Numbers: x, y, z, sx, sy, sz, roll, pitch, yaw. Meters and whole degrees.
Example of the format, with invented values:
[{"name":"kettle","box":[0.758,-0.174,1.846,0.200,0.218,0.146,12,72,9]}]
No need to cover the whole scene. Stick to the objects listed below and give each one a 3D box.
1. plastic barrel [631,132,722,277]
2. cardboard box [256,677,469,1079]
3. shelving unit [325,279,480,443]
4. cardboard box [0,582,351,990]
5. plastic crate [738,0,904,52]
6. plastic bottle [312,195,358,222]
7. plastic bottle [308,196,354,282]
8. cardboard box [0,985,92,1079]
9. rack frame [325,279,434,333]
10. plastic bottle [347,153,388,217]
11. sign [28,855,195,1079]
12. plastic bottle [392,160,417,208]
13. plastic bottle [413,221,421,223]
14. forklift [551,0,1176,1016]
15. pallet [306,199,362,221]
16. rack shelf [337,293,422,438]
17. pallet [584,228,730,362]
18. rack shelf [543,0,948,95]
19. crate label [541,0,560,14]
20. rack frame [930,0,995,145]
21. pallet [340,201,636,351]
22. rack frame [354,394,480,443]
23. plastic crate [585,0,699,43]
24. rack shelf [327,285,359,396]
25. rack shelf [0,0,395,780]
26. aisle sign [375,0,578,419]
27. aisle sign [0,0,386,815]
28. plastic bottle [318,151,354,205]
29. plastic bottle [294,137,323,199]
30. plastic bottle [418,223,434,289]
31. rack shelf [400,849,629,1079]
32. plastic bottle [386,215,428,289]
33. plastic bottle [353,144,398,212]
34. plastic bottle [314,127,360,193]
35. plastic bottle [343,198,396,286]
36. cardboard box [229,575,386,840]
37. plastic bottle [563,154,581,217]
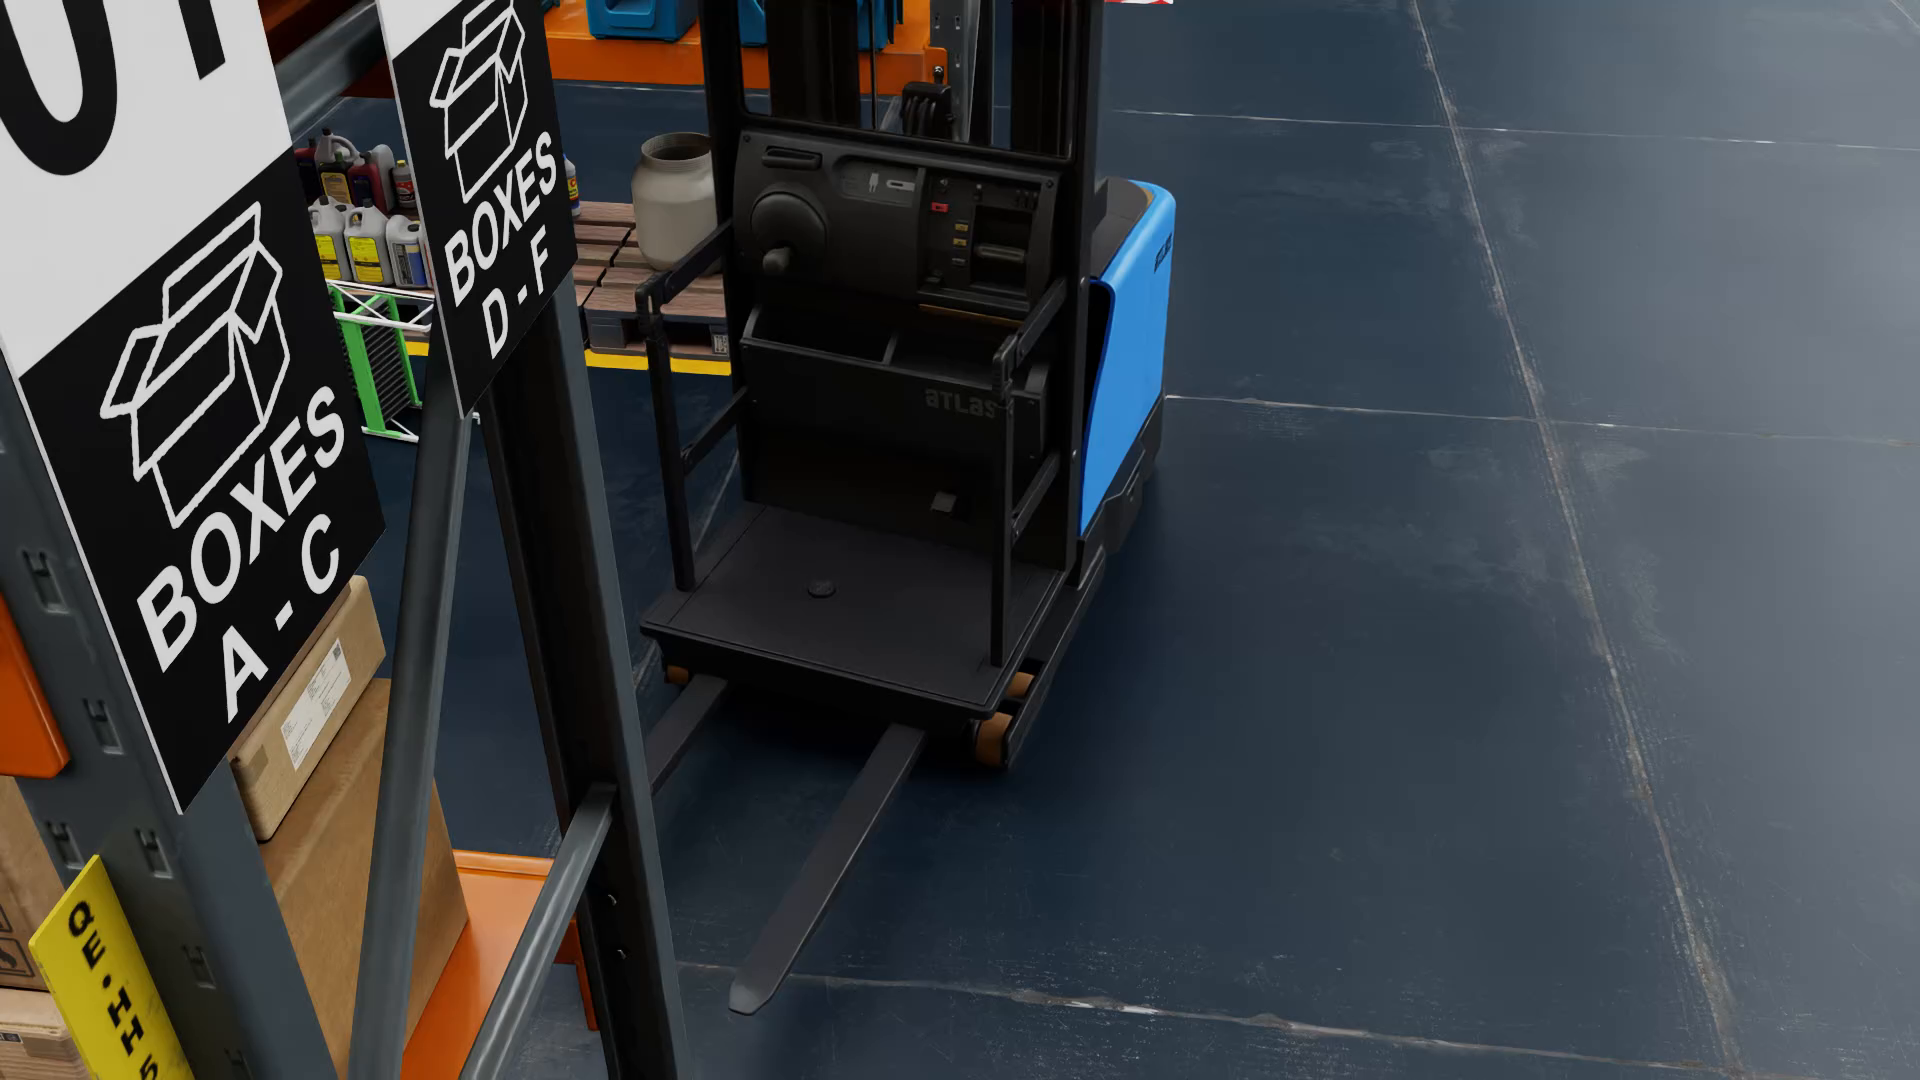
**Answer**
[{"name":"plastic barrel","box":[-1.140,-1.388,6.893,0.421,0.512,0.421,0,36,0]},{"name":"cardboard box","box":[-1.076,0.583,2.265,0.500,0.500,0.700,4,36,6]},{"name":"shelving unit","box":[-2.425,-0.711,6.297,1.200,0.503,0.258,10,37,15]},{"name":"cardboard box","box":[-1.129,0.051,1.893,0.500,0.500,0.700,4,36,6]},{"name":"plastic crate","box":[-0.515,-1.992,6.087,0.616,0.251,0.499,4,36,6]},{"name":"plastic bottle","box":[-2.597,-1.297,6.952,0.135,0.276,0.152,4,36,6]},{"name":"plastic bottle","box":[-2.591,-1.241,6.808,0.185,0.351,0.144,4,36,6]},{"name":"cardboard box","box":[-1.018,0.443,1.903,0.250,0.149,0.380,4,36,5]},{"name":"rack frame","box":[-2.429,-0.911,6.156,1.200,0.015,0.240,10,37,15]},{"name":"plastic bottle","box":[-2.614,-1.562,7.316,0.133,0.283,0.061,4,36,6]},{"name":"sign","box":[-0.698,0.410,1.393,0.005,0.325,0.100,4,36,6]},{"name":"plastic bottle","box":[-2.480,-1.597,7.436,0.097,0.201,0.097,0,36,0]},{"name":"plastic bottle","box":[-2.244,-1.229,6.921,0.097,0.201,0.097,0,36,0]},{"name":"forklift","box":[-0.259,-0.807,4.357,1.130,2.935,3.031,12,37,17]},{"name":"pallet","box":[-3.287,-1.275,7.355,1.213,0.211,1.003,4,36,6]},{"name":"rack shelf","box":[-2.137,-0.659,6.216,0.148,0.480,0.258,10,37,15]},{"name":"pallet","box":[-0.867,-1.095,7.102,1.213,0.211,1.003,4,36,6]},{"name":"rack shelf","box":[-1.964,-2.043,6.650,4.000,0.370,1.077,4,36,6]},{"name":"crate label","box":[-1.840,-2.183,6.196,0.616,0.435,0.502,4,36,6]},{"name":"rack frame","box":[0.020,-2.188,6.234,0.127,3.000,1.000,4,36,6]},{"name":"pallet","box":[-2.073,-1.186,7.231,1.213,0.211,1.003,4,36,6]},{"name":"rack frame","box":[-2.422,-0.512,6.438,1.200,0.015,0.240,10,37,15]},{"name":"plastic crate","box":[-1.158,-2.043,6.159,0.408,0.251,0.499,4,36,6]},{"name":"rack shelf","box":[-2.365,-0.700,6.280,0.148,0.480,0.258,10,37,15]},{"name":"rack shelf","box":[-2.599,-0.410,1.780,4.000,0.370,1.077,4,36,6]},{"name":"aisle sign","box":[-0.511,-0.564,1.720,0.004,0.787,0.394,4,36,6]},{"name":"aisle sign","box":[-0.587,-0.218,1.236,0.004,0.787,0.394,4,36,6]},{"name":"plastic bottle","box":[-2.749,-1.577,7.337,0.133,0.283,0.061,4,36,6]},{"name":"plastic bottle","box":[-2.915,-1.674,7.472,0.133,0.283,0.061,7,36,9]},{"name":"plastic bottle","box":[-2.104,-1.176,6.782,0.135,0.276,0.152,5,36,6]},{"name":"rack shelf","box":[-2.599,0.811,2.651,4.000,0.370,1.077,4,36,6]},{"name":"plastic bottle","box":[-2.242,-1.186,6.796,0.135,0.276,0.152,3,36,5]},{"name":"plastic bottle","box":[-2.601,-1.620,7.404,0.135,0.276,0.152,5,36,7]},{"name":"plastic bottle","box":[-2.761,-1.665,7.403,0.185,0.351,0.144,4,36,6]},{"name":"plastic bottle","box":[-2.407,-1.227,6.788,0.185,0.351,0.144,6,36,8]},{"name":"cardboard box","box":[-0.977,0.208,2.232,0.250,0.149,0.380,4,36,6]},{"name":"plastic bottle","box":[-1.739,-1.570,7.338,0.097,0.271,0.097,0,36,0]}]
